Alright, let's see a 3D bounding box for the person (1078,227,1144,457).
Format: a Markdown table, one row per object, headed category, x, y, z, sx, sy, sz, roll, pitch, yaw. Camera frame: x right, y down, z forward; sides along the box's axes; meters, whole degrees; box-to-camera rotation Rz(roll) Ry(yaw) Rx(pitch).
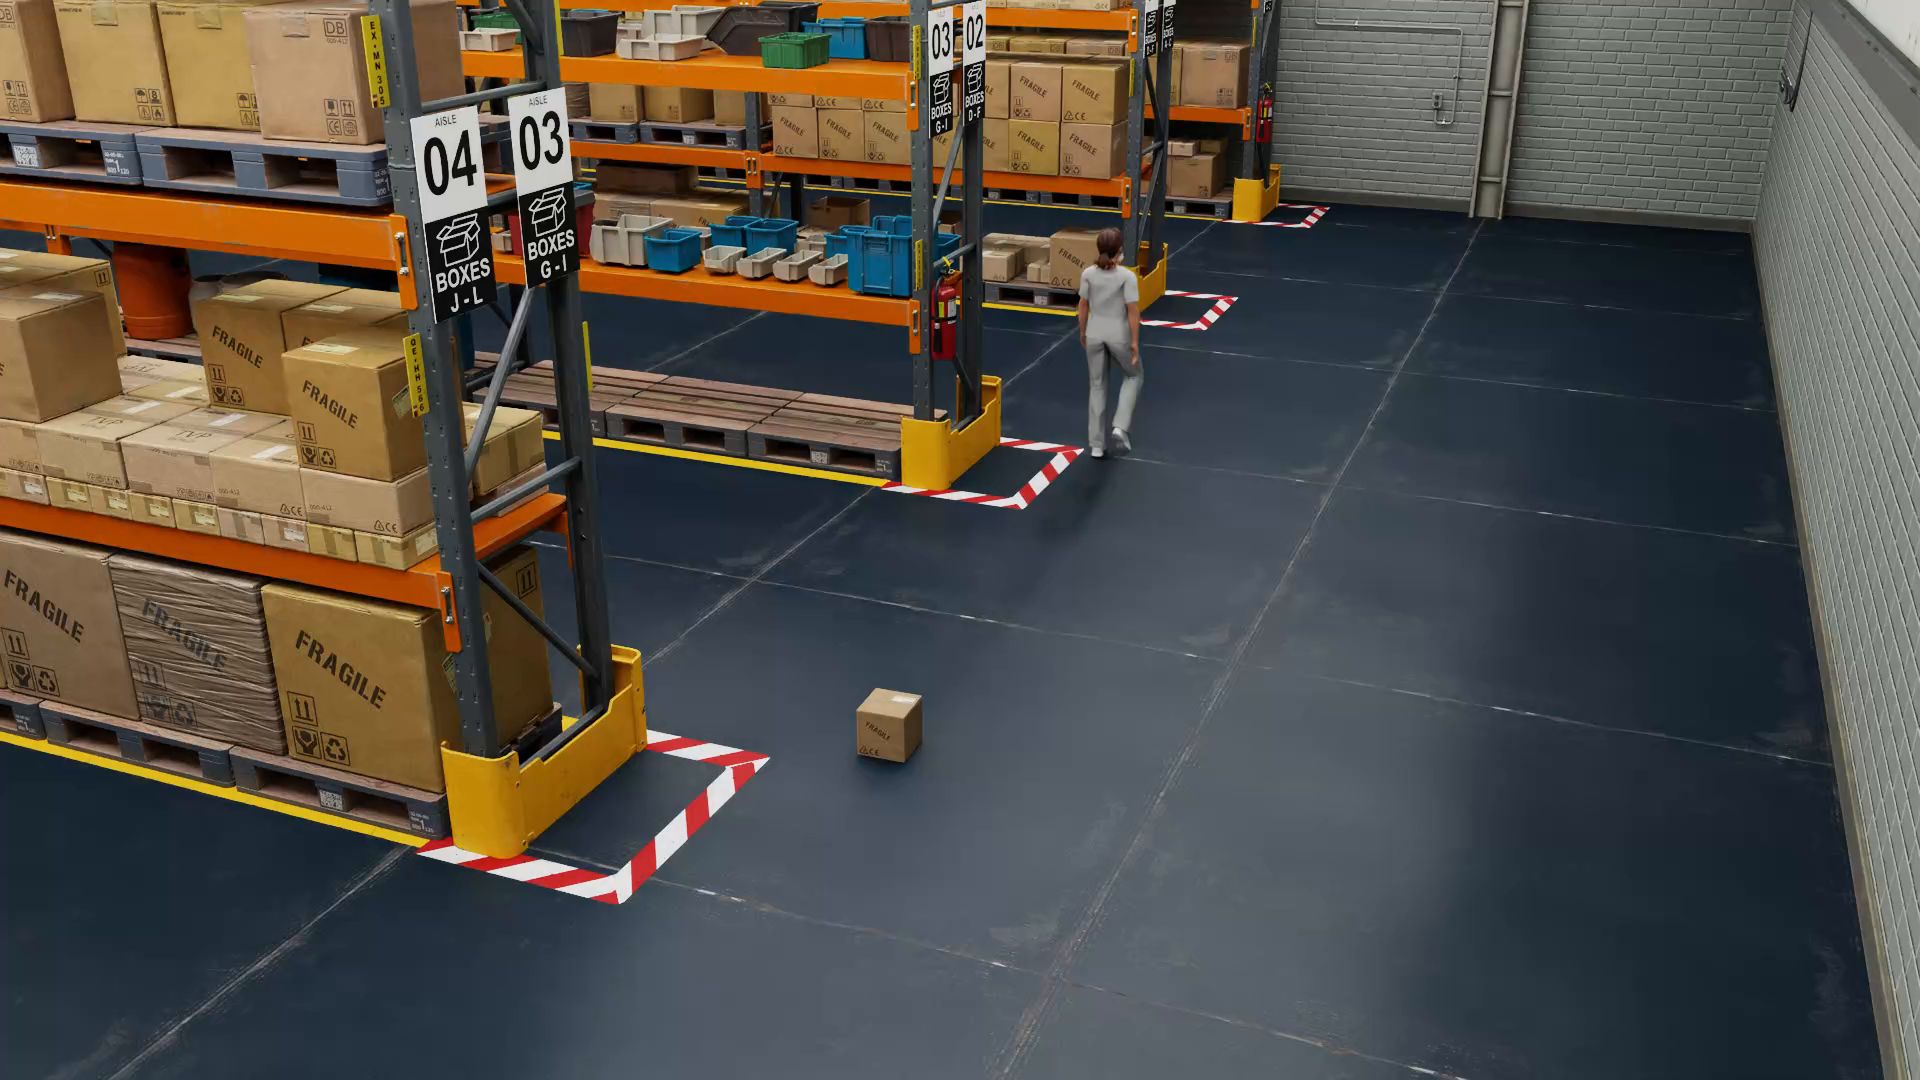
| category | x | y | z | sx | sy | sz | roll | pitch | yaw |
| --- | --- | --- | --- | --- | --- | --- | --- | --- | --- |
| person | 1.082 | -1.432 | 12.051 | 0.494 | 1.693 | 0.478 | 8 | 24 | 19 |
